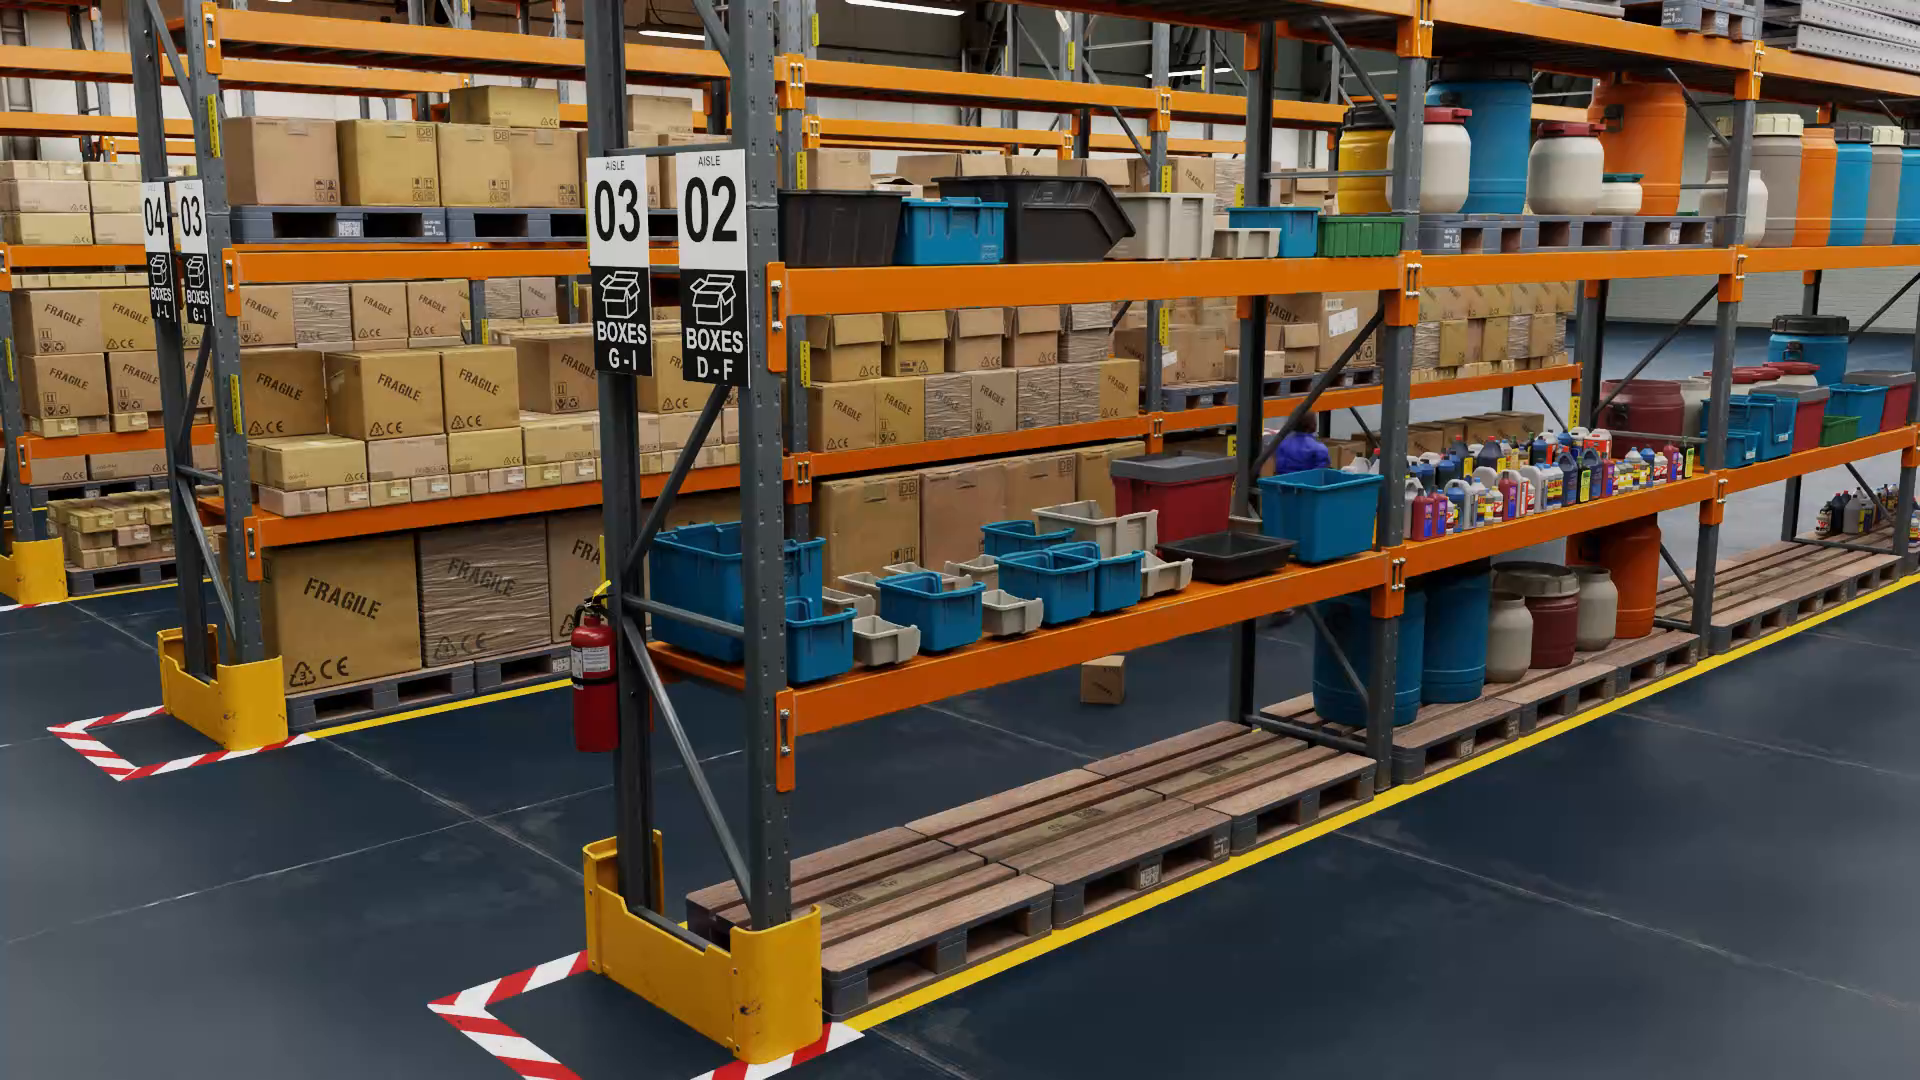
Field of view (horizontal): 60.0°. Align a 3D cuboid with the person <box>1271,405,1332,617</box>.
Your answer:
[{"bbox_3d":[2.668,-0.241,12.684,0.989,1.595,0.475,-9,14,-39],"label":"person"}]
